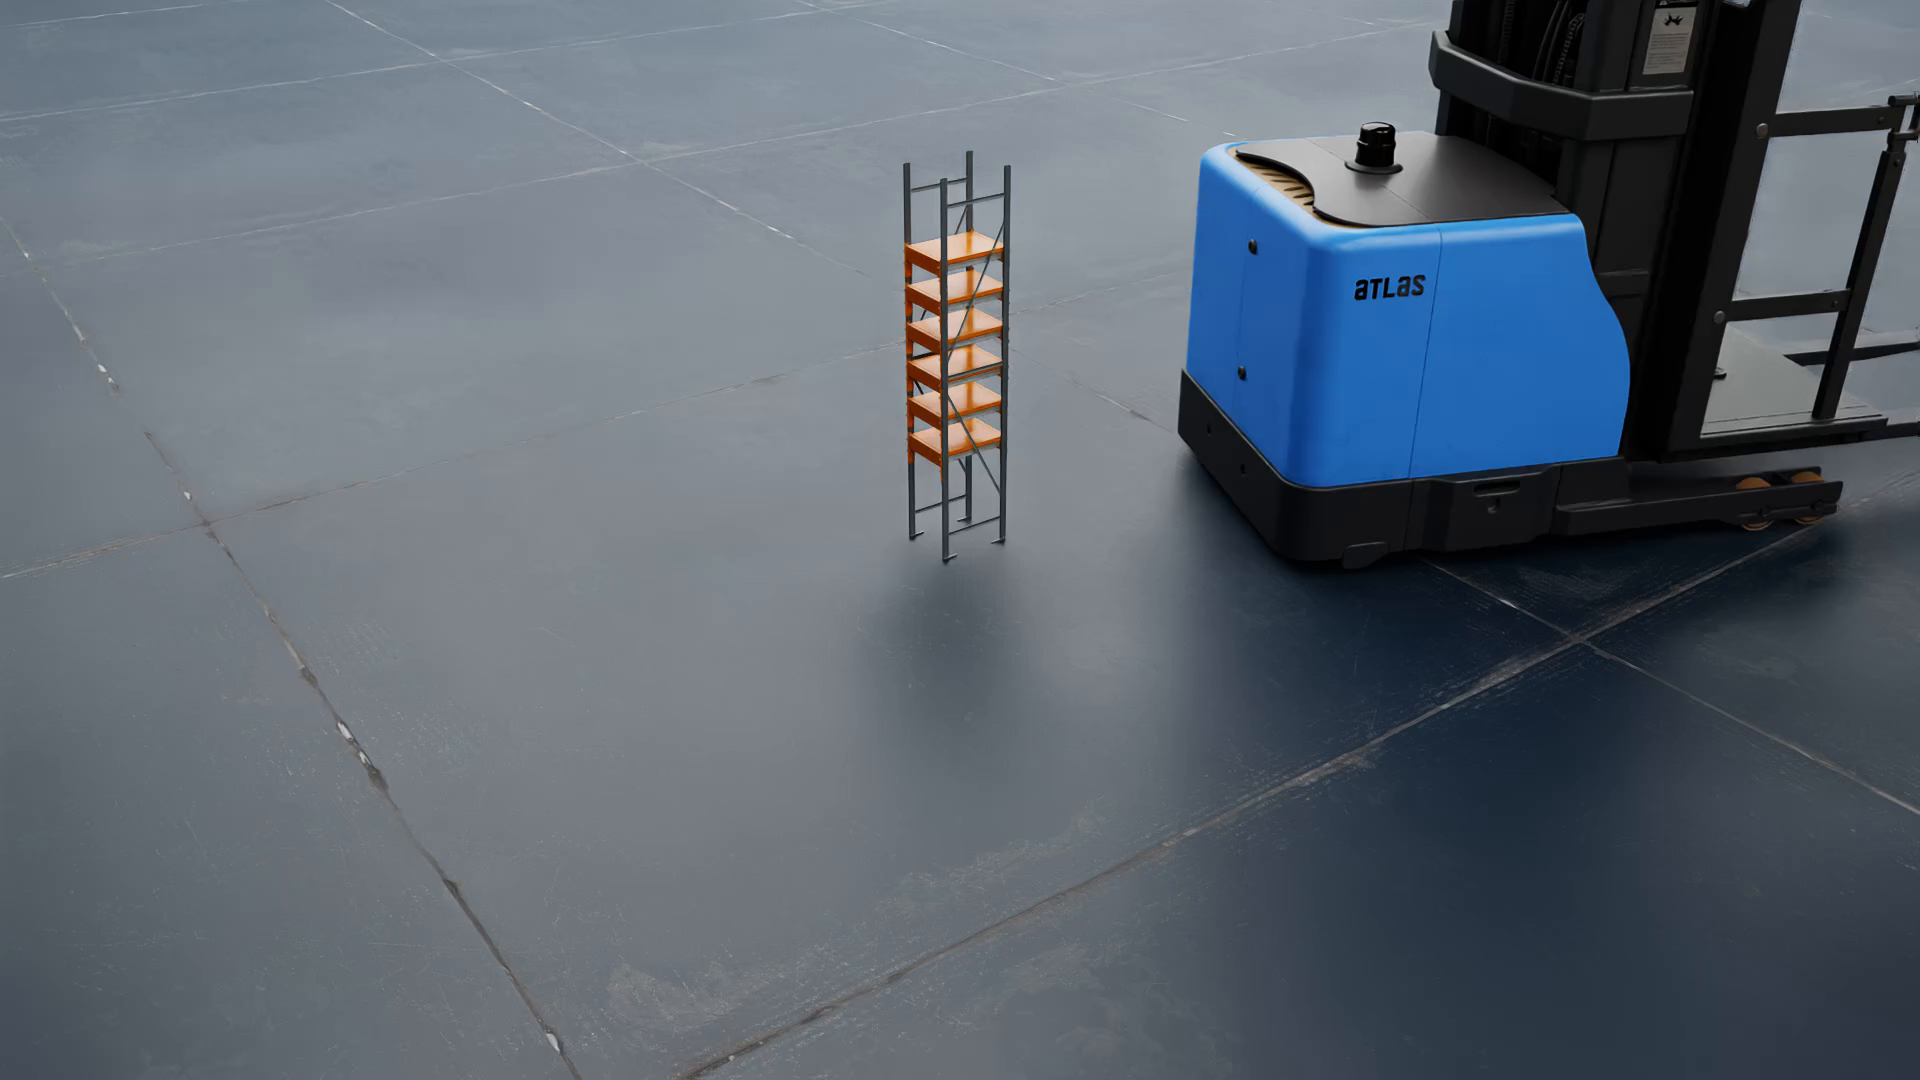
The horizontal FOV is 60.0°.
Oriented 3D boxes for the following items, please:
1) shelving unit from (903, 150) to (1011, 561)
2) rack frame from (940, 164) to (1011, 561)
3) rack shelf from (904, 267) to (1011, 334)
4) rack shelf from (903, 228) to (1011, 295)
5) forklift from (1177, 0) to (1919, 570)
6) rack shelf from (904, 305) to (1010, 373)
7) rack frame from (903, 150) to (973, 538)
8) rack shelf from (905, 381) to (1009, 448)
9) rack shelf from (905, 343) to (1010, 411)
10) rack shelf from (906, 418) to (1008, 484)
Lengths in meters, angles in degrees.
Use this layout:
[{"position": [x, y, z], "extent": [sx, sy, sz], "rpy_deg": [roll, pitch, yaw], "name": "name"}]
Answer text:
[{"position": [-0.008, -0.533, 4.974], "extent": [0.258, 1.200, 0.189], "rpy_deg": [-19, 34, -31], "name": "shelving unit"}, {"position": [0.045, -0.497, 4.909], "extent": [0.240, 1.200, 0.006], "rpy_deg": [-19, 34, -31], "name": "rack frame"}, {"position": [-0.008, -0.705, 4.881], "extent": [0.258, 0.103, 0.180], "rpy_deg": [-19, 34, -31], "name": "rack shelf"}, {"position": [-0.008, -0.810, 4.823], "extent": [0.258, 0.103, 0.180], "rpy_deg": [-19, 34, -31], "name": "rack shelf"}, {"position": [2.330, -1.556, 5.045], "extent": [3.031, 2.935, 1.130], "rpy_deg": [-6, 29, -11], "name": "forklift"}, {"position": [-0.008, -0.599, 4.938], "extent": [0.258, 0.103, 0.180], "rpy_deg": [-19, 34, -31], "name": "rack shelf"}, {"position": [-0.061, -0.568, 5.040], "extent": [0.240, 1.200, 0.006], "rpy_deg": [-19, 34, -31], "name": "rack frame"}, {"position": [-0.008, -0.388, 5.052], "extent": [0.258, 0.103, 0.180], "rpy_deg": [-19, 34, -31], "name": "rack shelf"}, {"position": [-0.008, -0.494, 4.995], "extent": [0.258, 0.103, 0.180], "rpy_deg": [-19, 34, -31], "name": "rack shelf"}, {"position": [-0.008, -0.283, 5.110], "extent": [0.258, 0.103, 0.180], "rpy_deg": [-19, 34, -31], "name": "rack shelf"}]
